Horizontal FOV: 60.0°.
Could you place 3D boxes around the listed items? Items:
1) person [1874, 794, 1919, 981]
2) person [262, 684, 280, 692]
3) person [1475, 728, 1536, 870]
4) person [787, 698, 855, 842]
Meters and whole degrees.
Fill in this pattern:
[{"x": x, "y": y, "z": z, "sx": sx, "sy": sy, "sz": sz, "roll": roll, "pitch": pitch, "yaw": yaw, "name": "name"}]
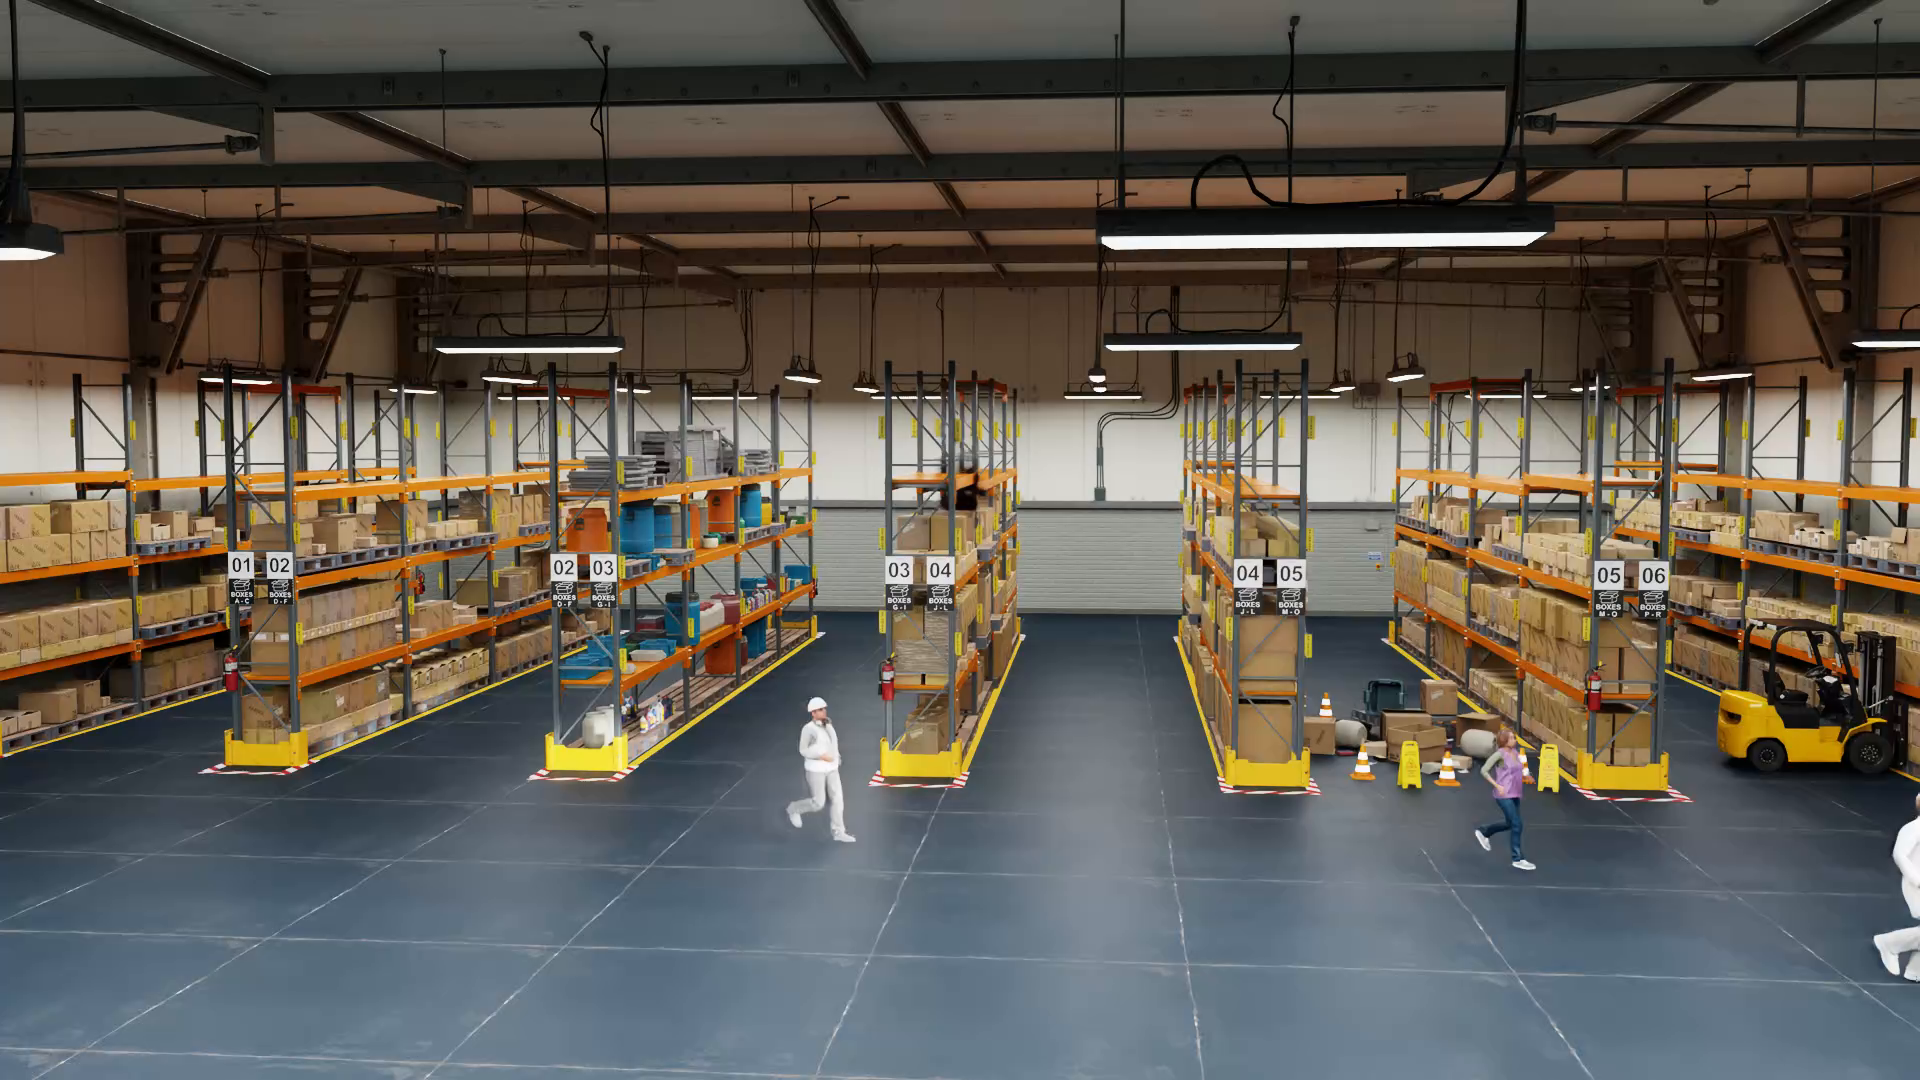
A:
[{"x": 8.704, "y": 3.243, "z": 15.096, "sx": 0.731, "sy": 1.549, "sz": 0.636, "roll": -3, "pitch": 5, "yaw": -42, "name": "person"}, {"x": -11.641, "y": 2.278, "z": 28.239, "sx": 0.661, "sy": 1.745, "sz": 0.548, "roll": 1, "pitch": 4, "yaw": 8, "name": "person"}, {"x": 6.270, "y": 2.950, "z": 19.147, "sx": 0.547, "sy": 1.570, "sz": 0.822, "roll": -3, "pitch": 5, "yaw": -40, "name": "person"}, {"x": -1.680, "y": 2.791, "z": 20.306, "sx": 0.971, "sy": 1.741, "sz": 0.676, "roll": 3, "pitch": 5, "yaw": 36, "name": "person"}]
